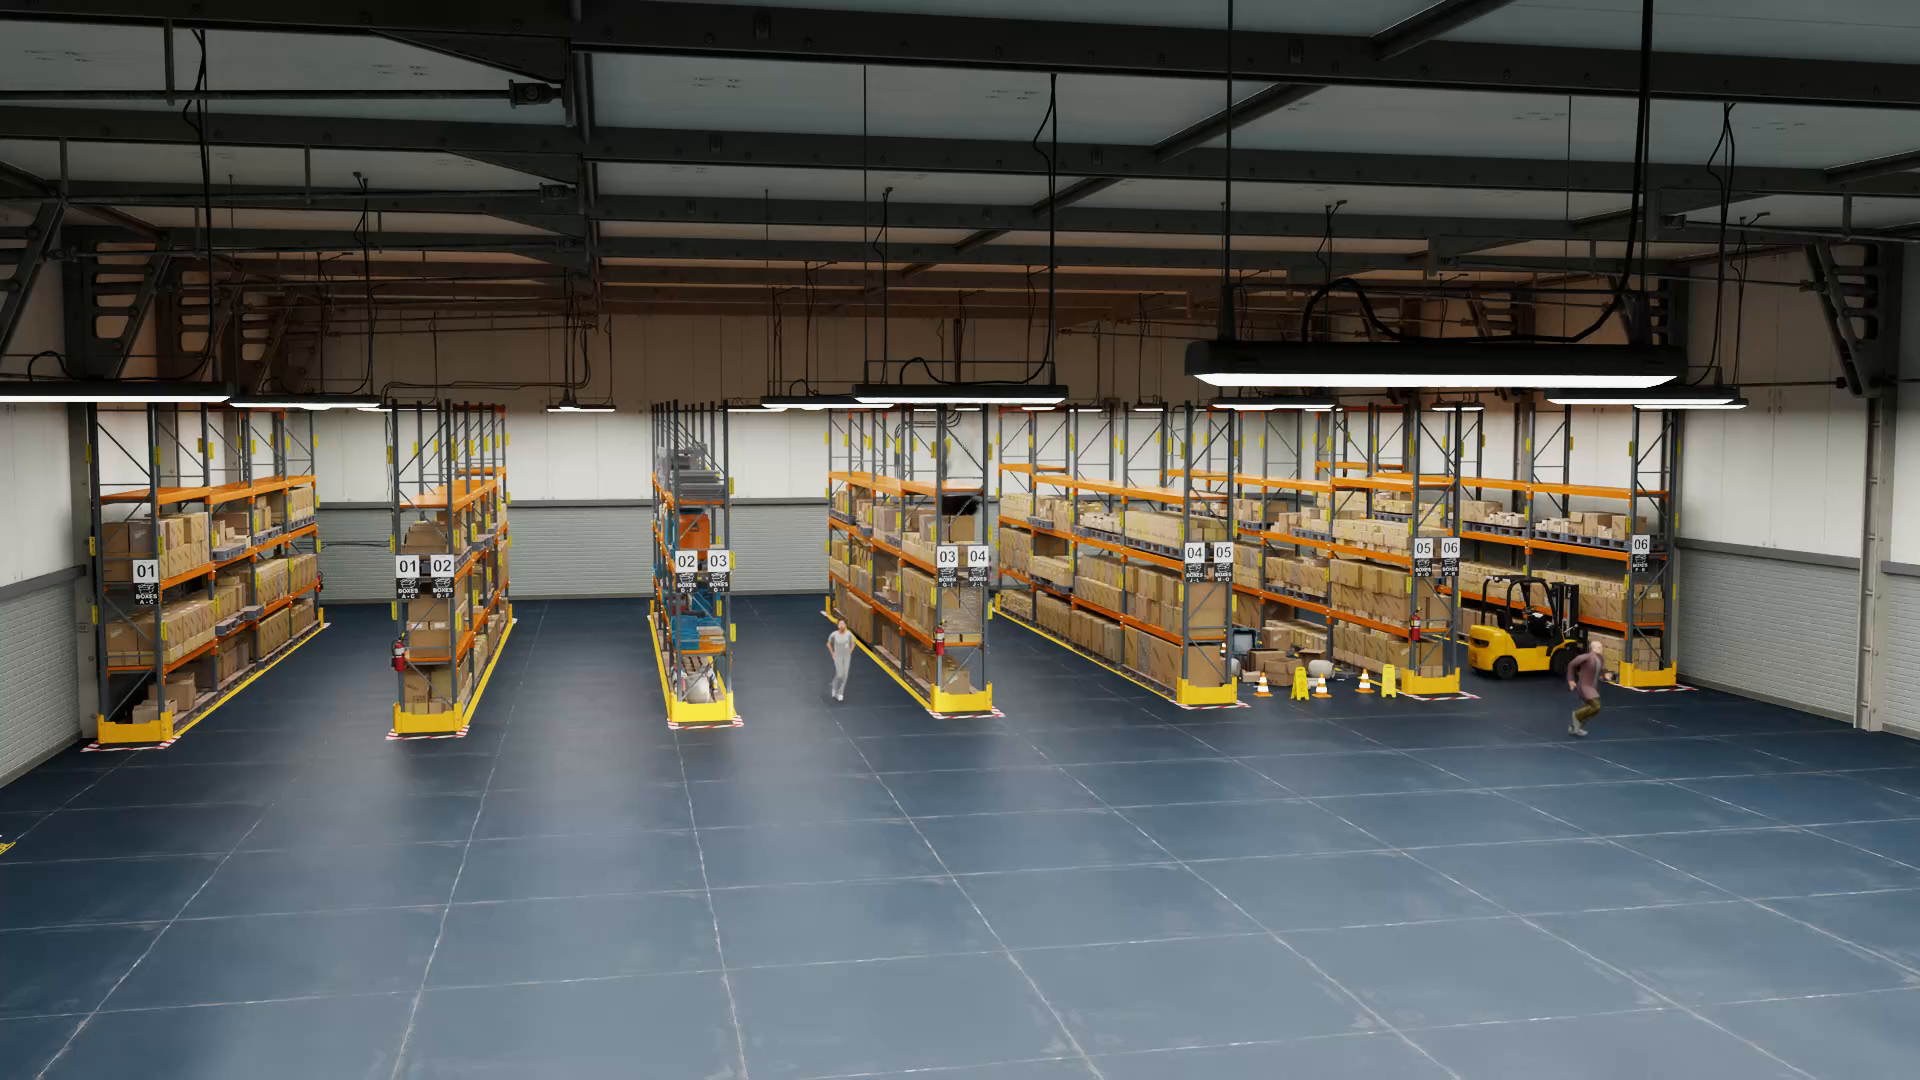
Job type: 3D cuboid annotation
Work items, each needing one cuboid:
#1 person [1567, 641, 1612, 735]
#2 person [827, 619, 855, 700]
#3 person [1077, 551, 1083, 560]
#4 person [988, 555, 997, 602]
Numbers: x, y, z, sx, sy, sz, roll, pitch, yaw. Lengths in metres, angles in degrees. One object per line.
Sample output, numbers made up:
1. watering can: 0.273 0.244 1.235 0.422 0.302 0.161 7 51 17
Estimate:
1. person: 11.163 2.630 29.462 0.665 1.700 0.781 -4 6 -40
2. person: -2.356 2.393 33.345 0.552 1.637 0.561 -1 4 -15
3. person: 3.485 1.242 48.476 0.722 1.827 0.877 0 4 -3
4. person: 0.783 1.220 49.377 0.837 1.556 0.602 -3 5 -33
